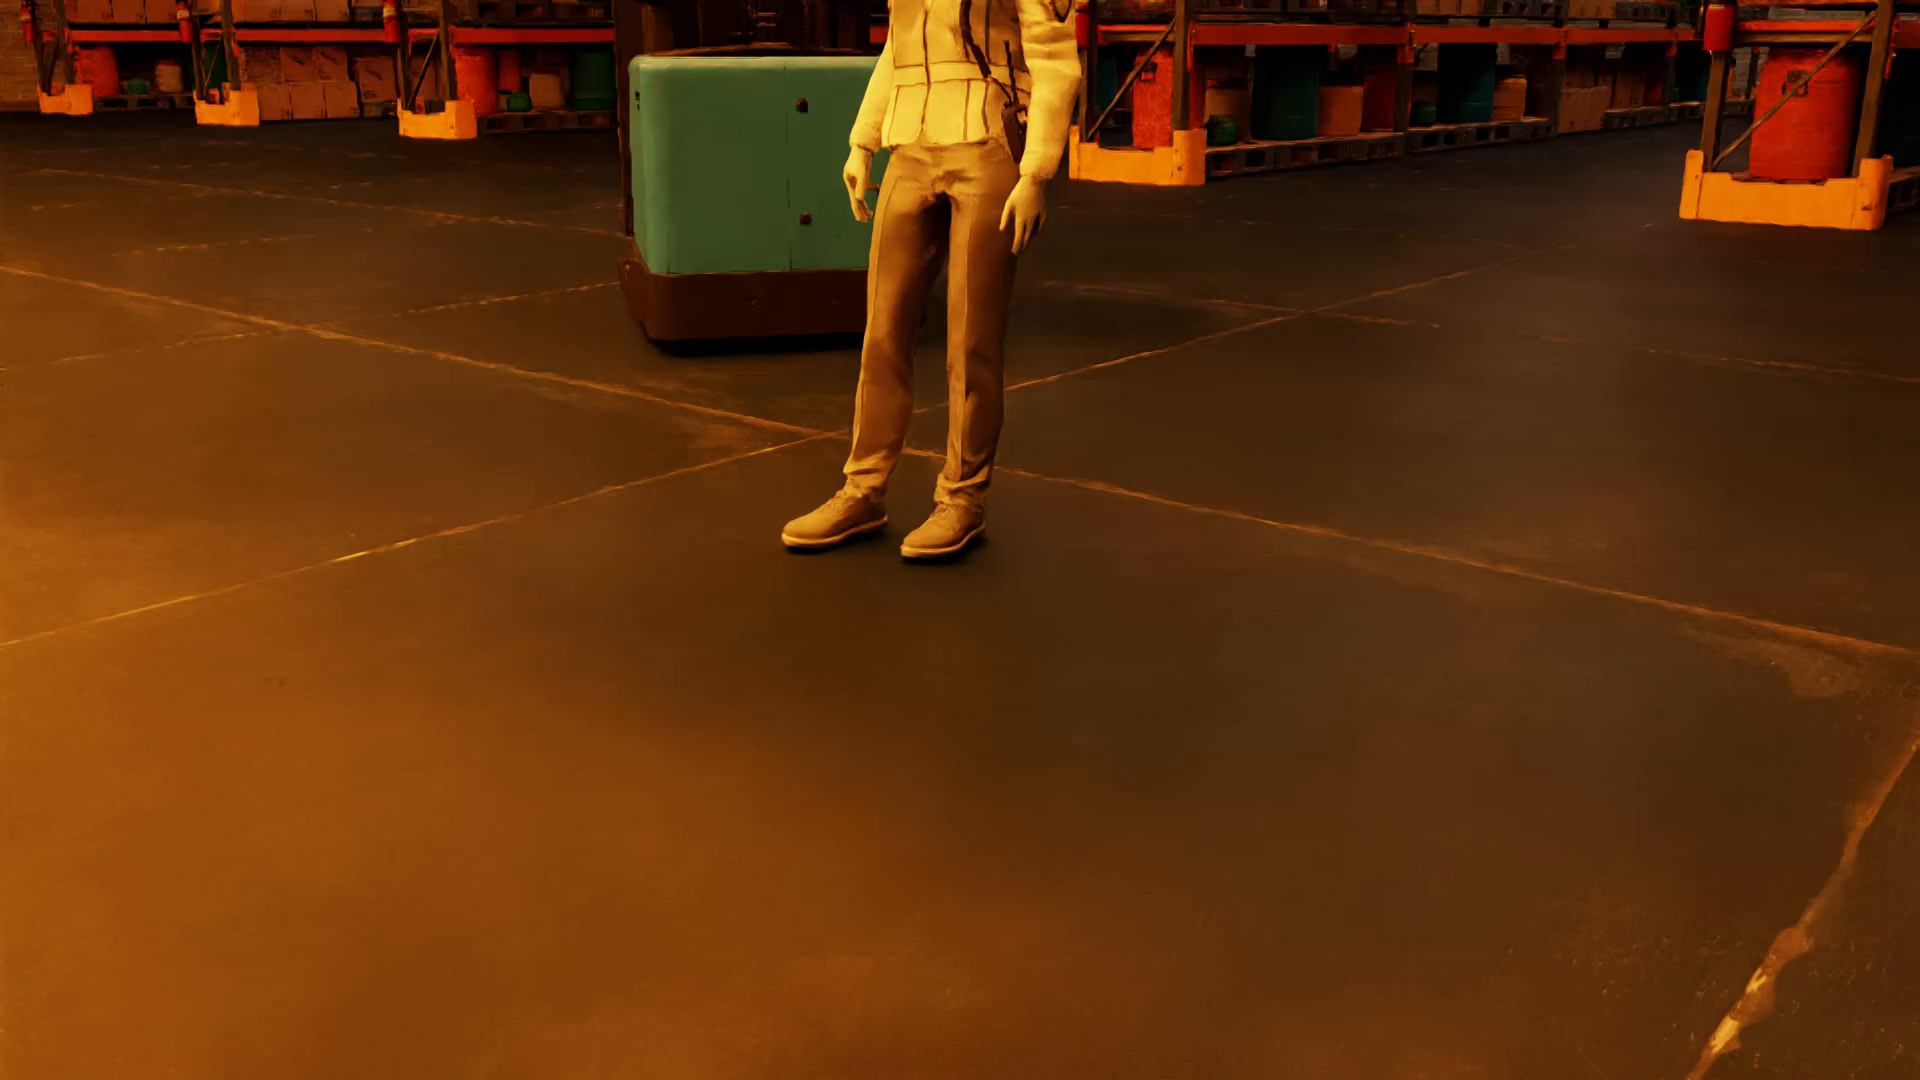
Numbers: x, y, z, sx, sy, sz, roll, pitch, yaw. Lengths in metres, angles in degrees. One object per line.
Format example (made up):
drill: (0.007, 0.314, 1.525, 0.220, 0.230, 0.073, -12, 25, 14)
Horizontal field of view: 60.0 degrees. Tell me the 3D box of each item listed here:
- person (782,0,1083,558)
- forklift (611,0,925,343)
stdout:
person: (-0.048, -0.804, 3.648, 0.586, 1.695, 0.532, 13, 21, 37)
forklift: (-0.984, -2.529, 7.226, 1.130, 2.935, 3.031, -4, 17, -13)
